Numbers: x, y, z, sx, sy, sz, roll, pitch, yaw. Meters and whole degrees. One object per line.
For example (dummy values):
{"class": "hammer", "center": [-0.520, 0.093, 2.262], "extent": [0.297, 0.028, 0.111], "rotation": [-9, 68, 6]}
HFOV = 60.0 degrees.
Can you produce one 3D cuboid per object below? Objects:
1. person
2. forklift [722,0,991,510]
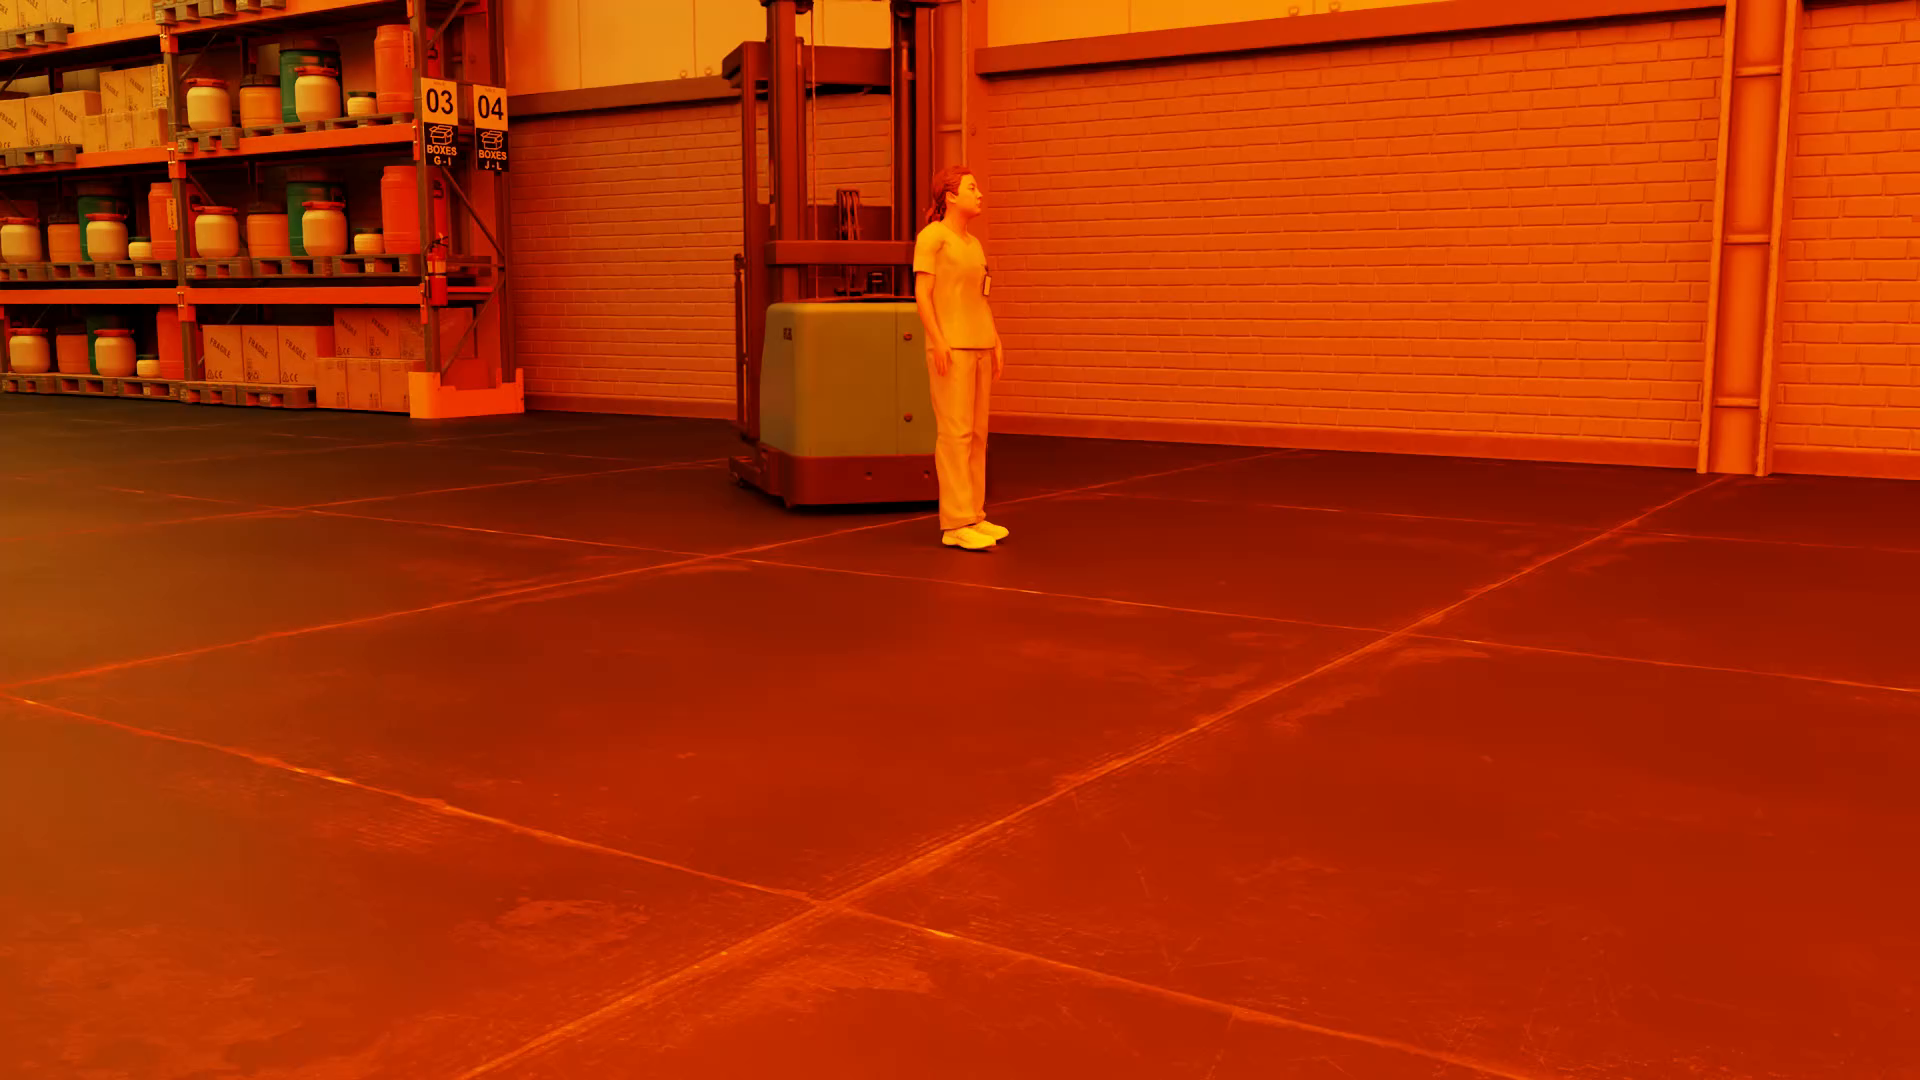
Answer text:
{"class": "person", "center": [0.054, -0.830, 7.433], "extent": [0.548, 1.673, 0.550], "rotation": [5, 10, 34]}
{"class": "forklift", "center": [-0.760, -1.777, 9.689], "extent": [1.130, 2.935, 3.031], "rotation": [-2, 8, -17]}
